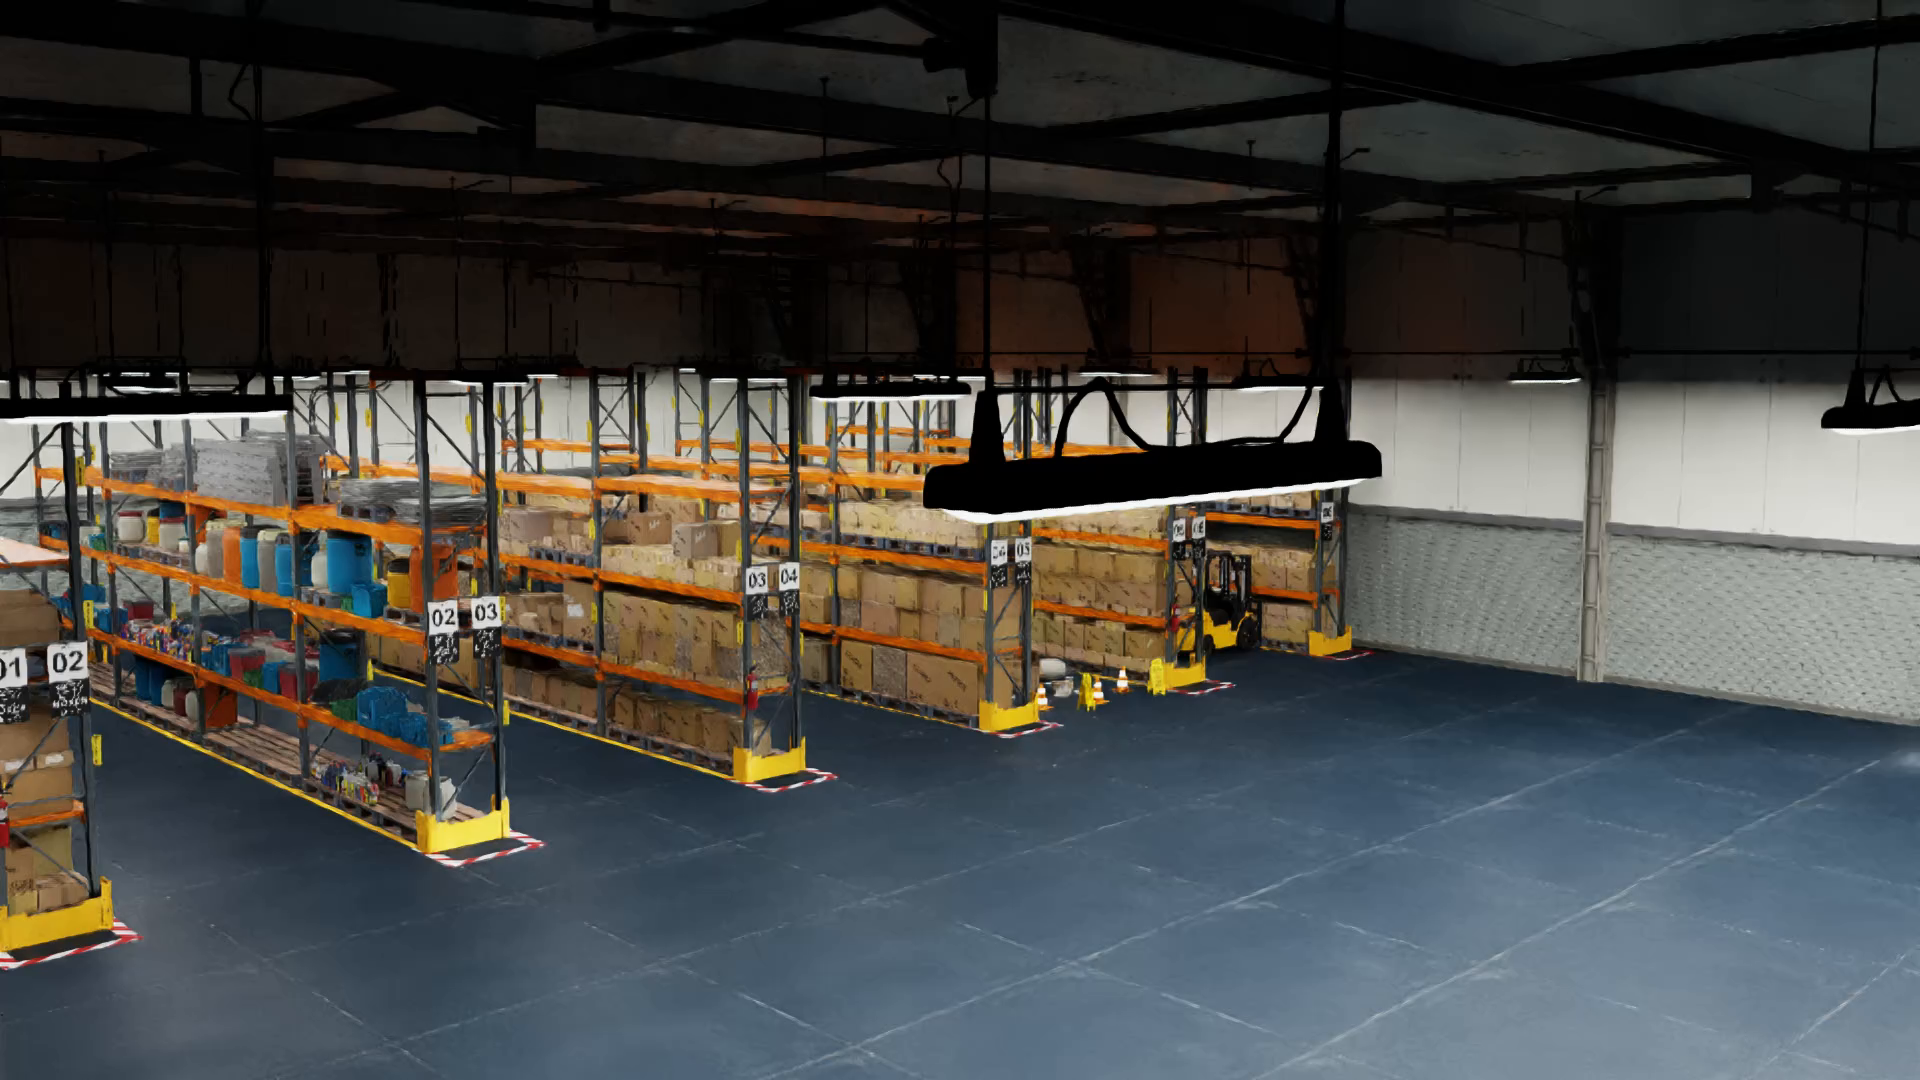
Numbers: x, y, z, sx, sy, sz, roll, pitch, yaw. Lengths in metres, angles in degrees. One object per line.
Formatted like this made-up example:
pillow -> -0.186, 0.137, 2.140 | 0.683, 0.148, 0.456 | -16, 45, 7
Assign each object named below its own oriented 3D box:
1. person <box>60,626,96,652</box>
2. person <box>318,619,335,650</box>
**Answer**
person -> -18.278, 1.616, 34.318 | 0.952, 1.691, 0.621 | 2, 7, 20
person -> -10.970, 2.187, 28.937 | 0.580, 1.745, 0.568 | -2, 7, -14
